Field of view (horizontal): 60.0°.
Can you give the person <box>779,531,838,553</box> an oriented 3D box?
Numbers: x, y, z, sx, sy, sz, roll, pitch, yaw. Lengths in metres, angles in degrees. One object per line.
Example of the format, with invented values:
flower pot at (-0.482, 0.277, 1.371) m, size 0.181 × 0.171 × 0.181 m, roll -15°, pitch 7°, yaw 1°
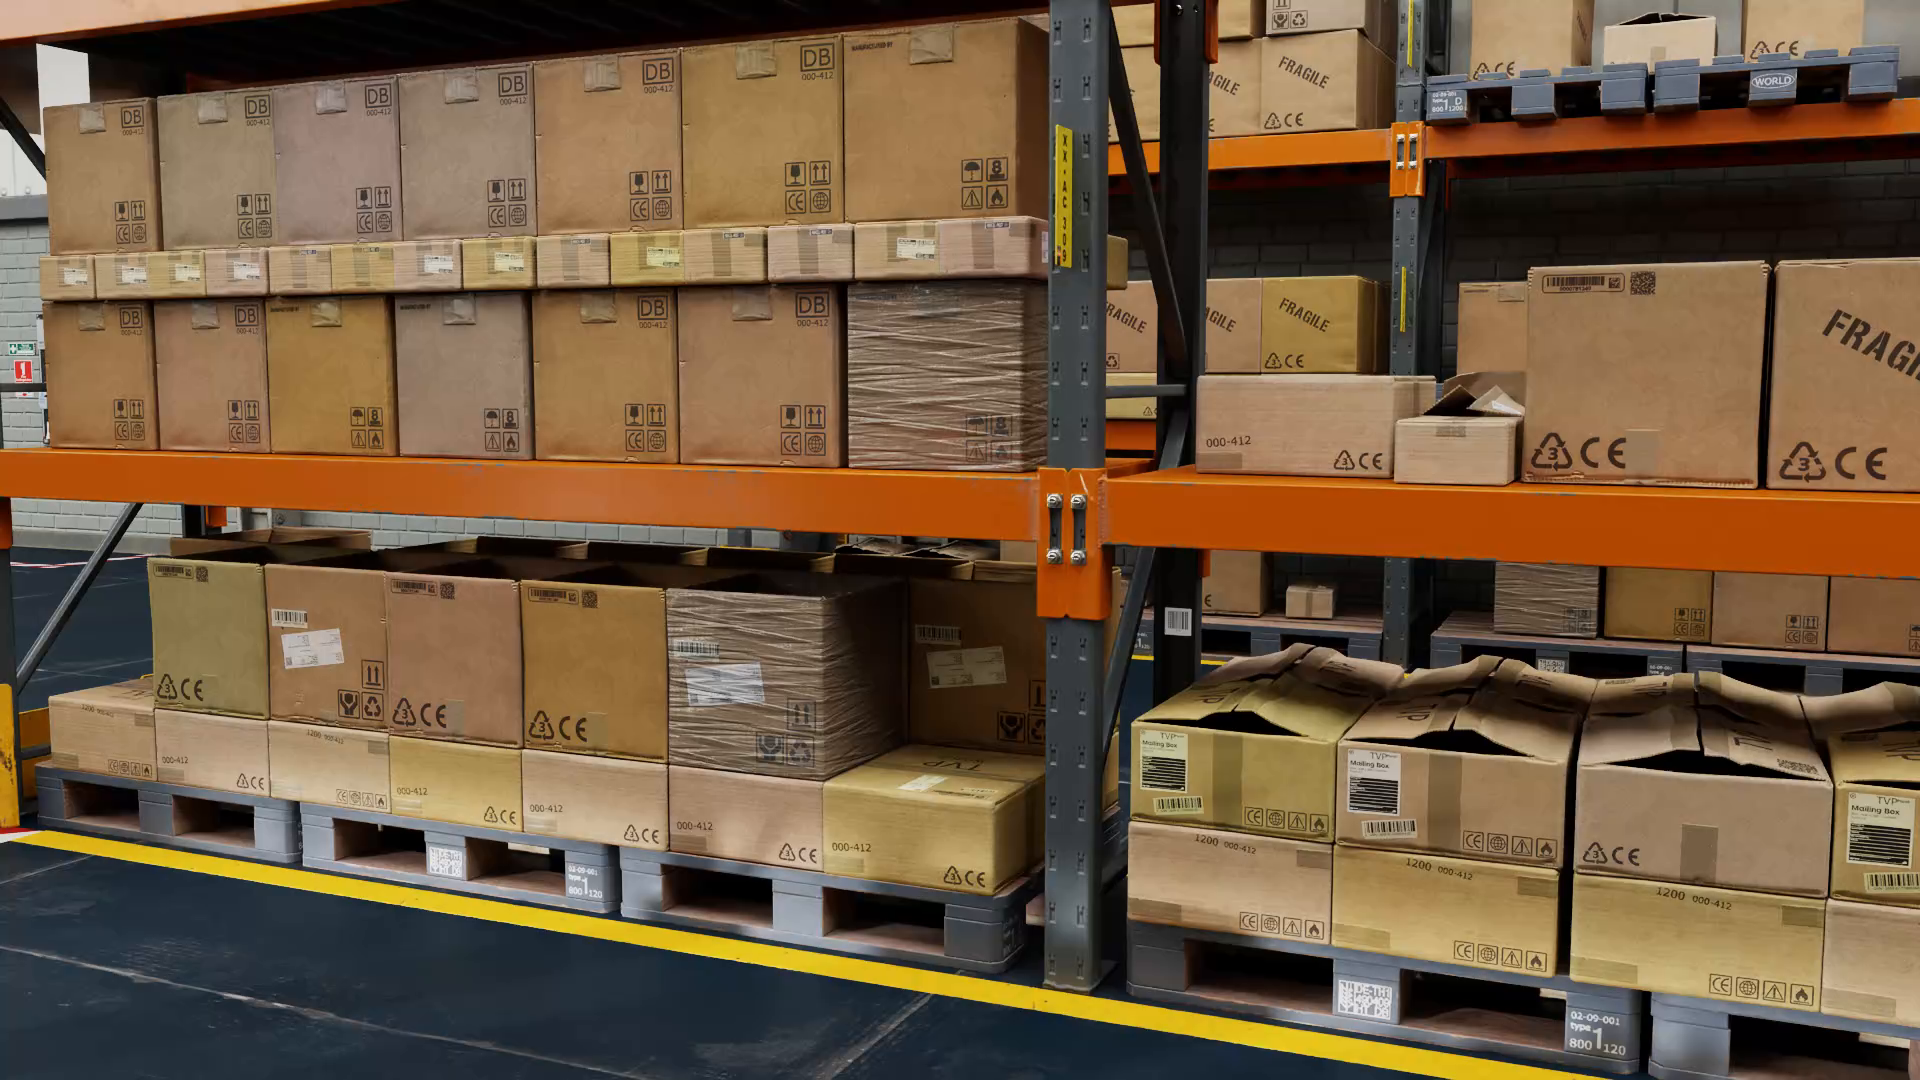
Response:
person at (-0.847, -0.157, 8.993) m, size 0.403 × 1.639 × 0.530 m, roll 2°, pitch 6°, yaw 20°
